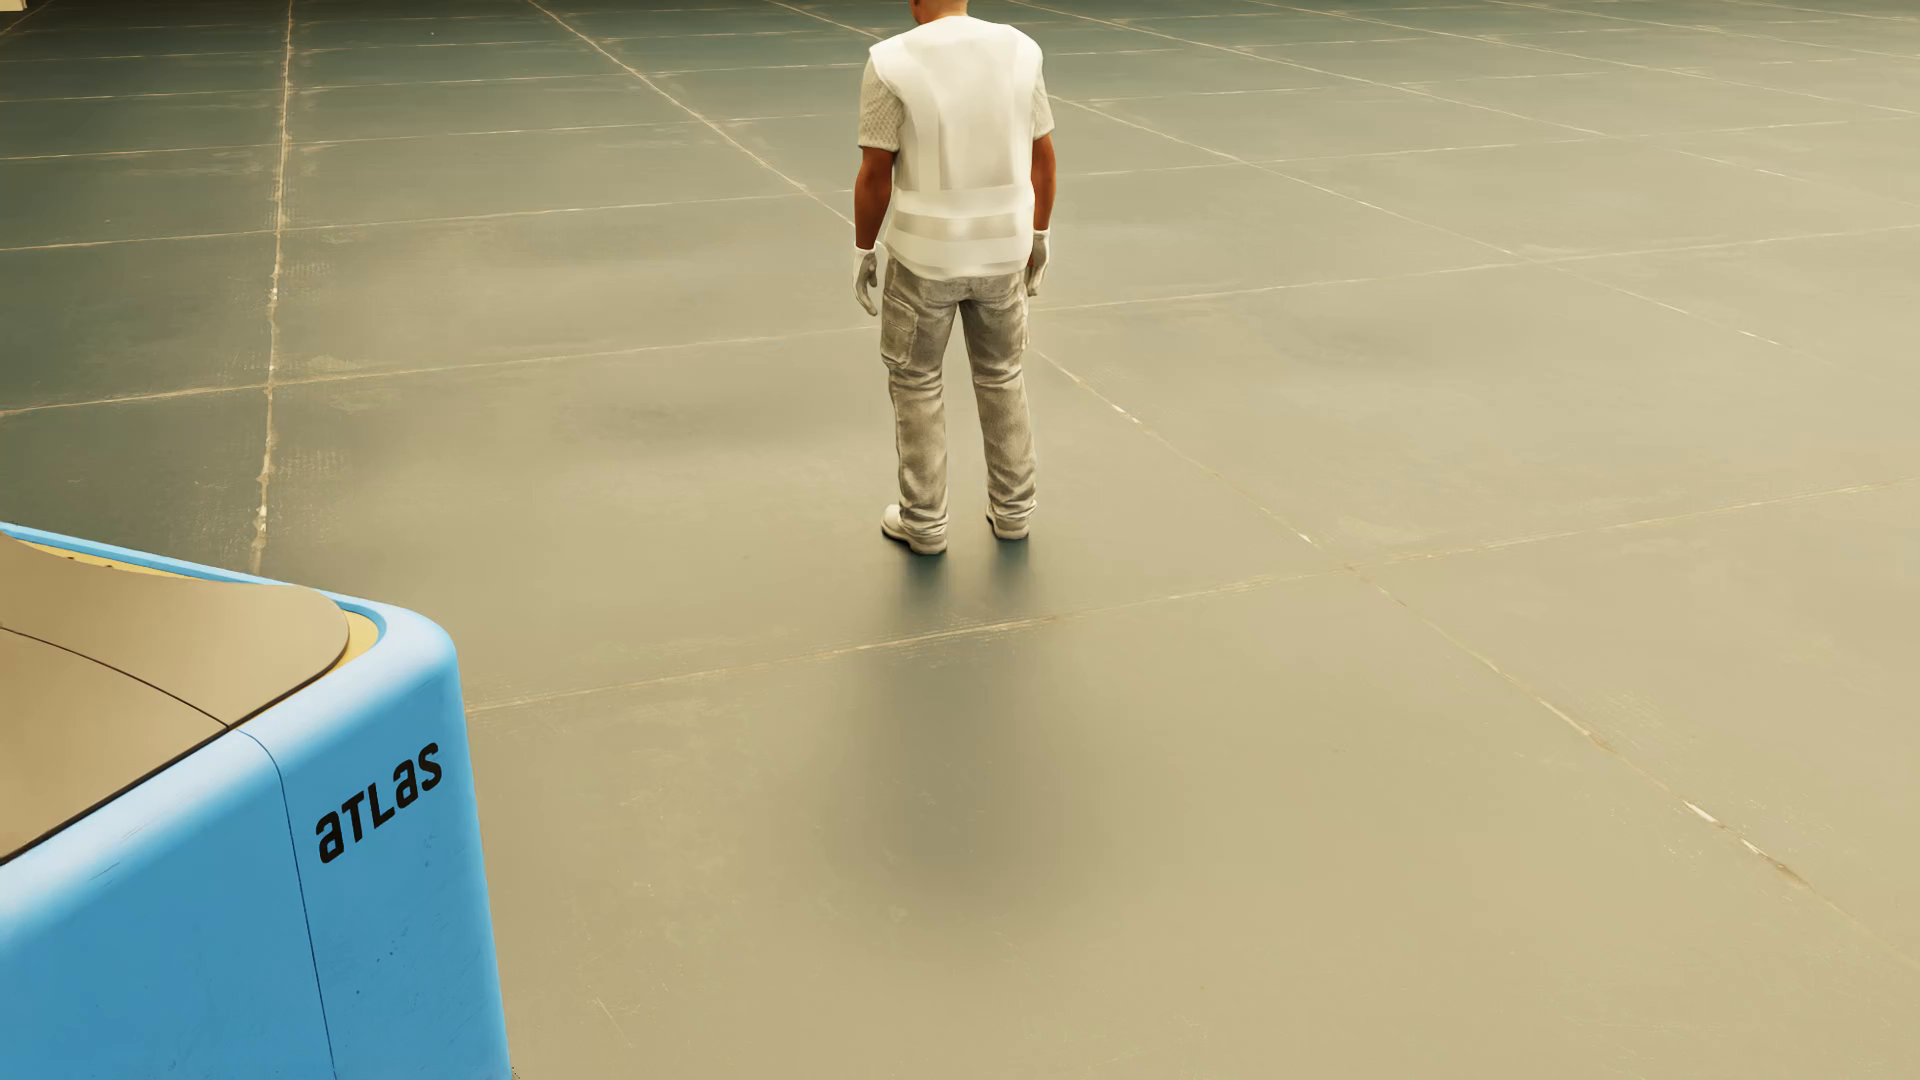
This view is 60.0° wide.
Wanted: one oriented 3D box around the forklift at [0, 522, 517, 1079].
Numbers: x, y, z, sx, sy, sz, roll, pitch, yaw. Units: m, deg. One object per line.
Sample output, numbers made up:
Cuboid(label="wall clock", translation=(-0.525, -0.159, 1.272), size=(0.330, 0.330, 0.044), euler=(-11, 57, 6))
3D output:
Cuboid(label="forklift", translation=(-1.667, 0.182, 0.865), size=(1.130, 2.935, 3.031), euler=(10, 25, 22))

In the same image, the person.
Cuboid(label="person", translation=(-0.020, -0.829, 4.767), size=(0.617, 1.773, 0.449), euler=(-9, 24, -20))
